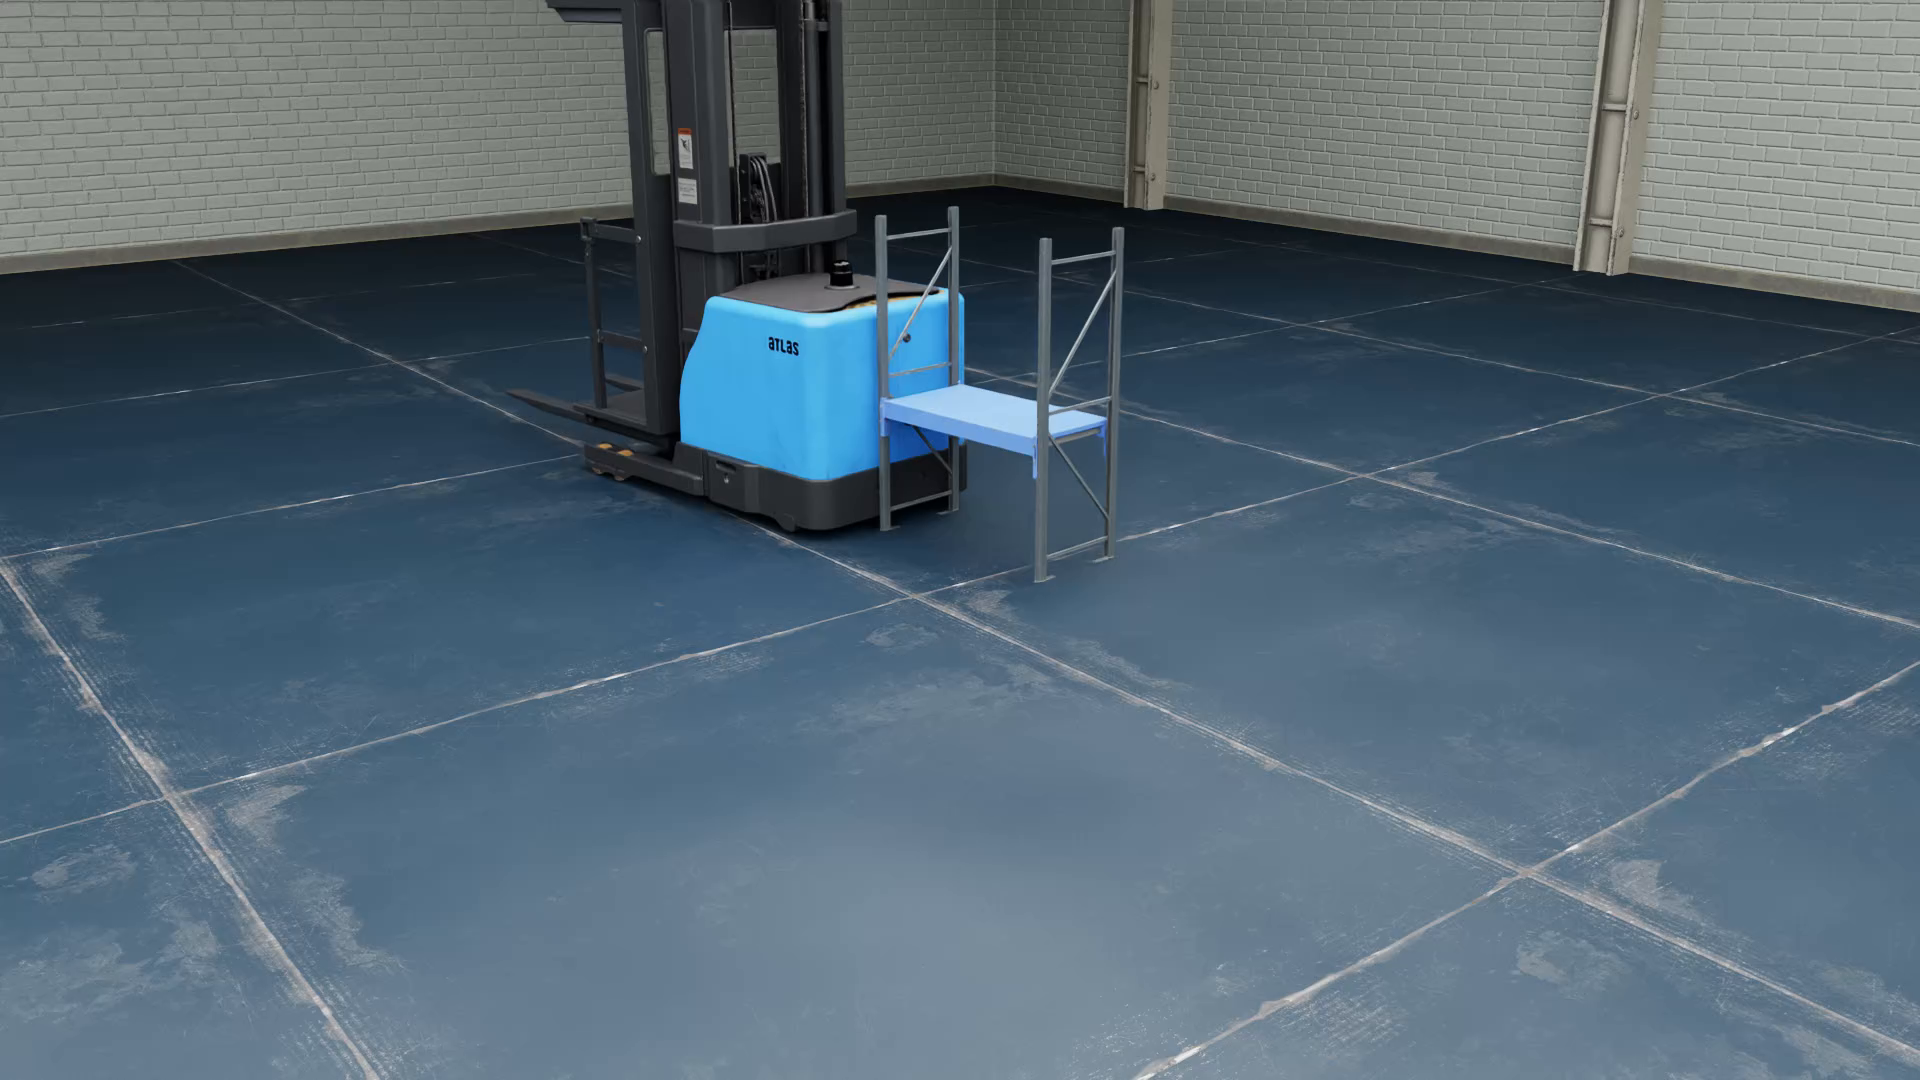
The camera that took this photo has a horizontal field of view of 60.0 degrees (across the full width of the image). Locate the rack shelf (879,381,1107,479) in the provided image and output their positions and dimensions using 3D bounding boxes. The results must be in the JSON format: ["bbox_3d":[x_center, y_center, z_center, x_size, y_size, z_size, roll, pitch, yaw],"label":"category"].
[{"bbox_3d":[0.160,-0.519,7.617,0.538,0.185,1.000,-17,25,-42],"label":"rack shelf"}]

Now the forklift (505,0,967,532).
[{"bbox_3d":[-1.370,-1.804,8.647,3.031,2.935,1.130,17,25,41],"label":"forklift"}]

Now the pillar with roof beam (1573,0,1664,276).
[{"bbox_3d":[2.546,-5.915,11.411,9.100,9.000,0.400,-14,23,-36],"label":"pillar with roof beam"}]

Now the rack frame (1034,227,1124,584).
[{"bbox_3d":[0.515,-0.576,7.215,0.500,1.500,0.032,-17,25,-42],"label":"rack frame"}]

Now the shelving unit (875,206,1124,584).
[{"bbox_3d":[0.160,-0.690,7.561,0.538,1.500,1.048,-17,25,-42],"label":"shelving unit"}]

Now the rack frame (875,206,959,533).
[{"bbox_3d":[-0.195,-0.805,7.906,0.500,1.500,0.032,-17,25,-42],"label":"rack frame"}]

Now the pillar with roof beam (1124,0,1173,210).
[{"bbox_3d":[-1.179,-7.394,15.876,9.100,9.000,0.400,-14,23,-36],"label":"pillar with roof beam"}]
